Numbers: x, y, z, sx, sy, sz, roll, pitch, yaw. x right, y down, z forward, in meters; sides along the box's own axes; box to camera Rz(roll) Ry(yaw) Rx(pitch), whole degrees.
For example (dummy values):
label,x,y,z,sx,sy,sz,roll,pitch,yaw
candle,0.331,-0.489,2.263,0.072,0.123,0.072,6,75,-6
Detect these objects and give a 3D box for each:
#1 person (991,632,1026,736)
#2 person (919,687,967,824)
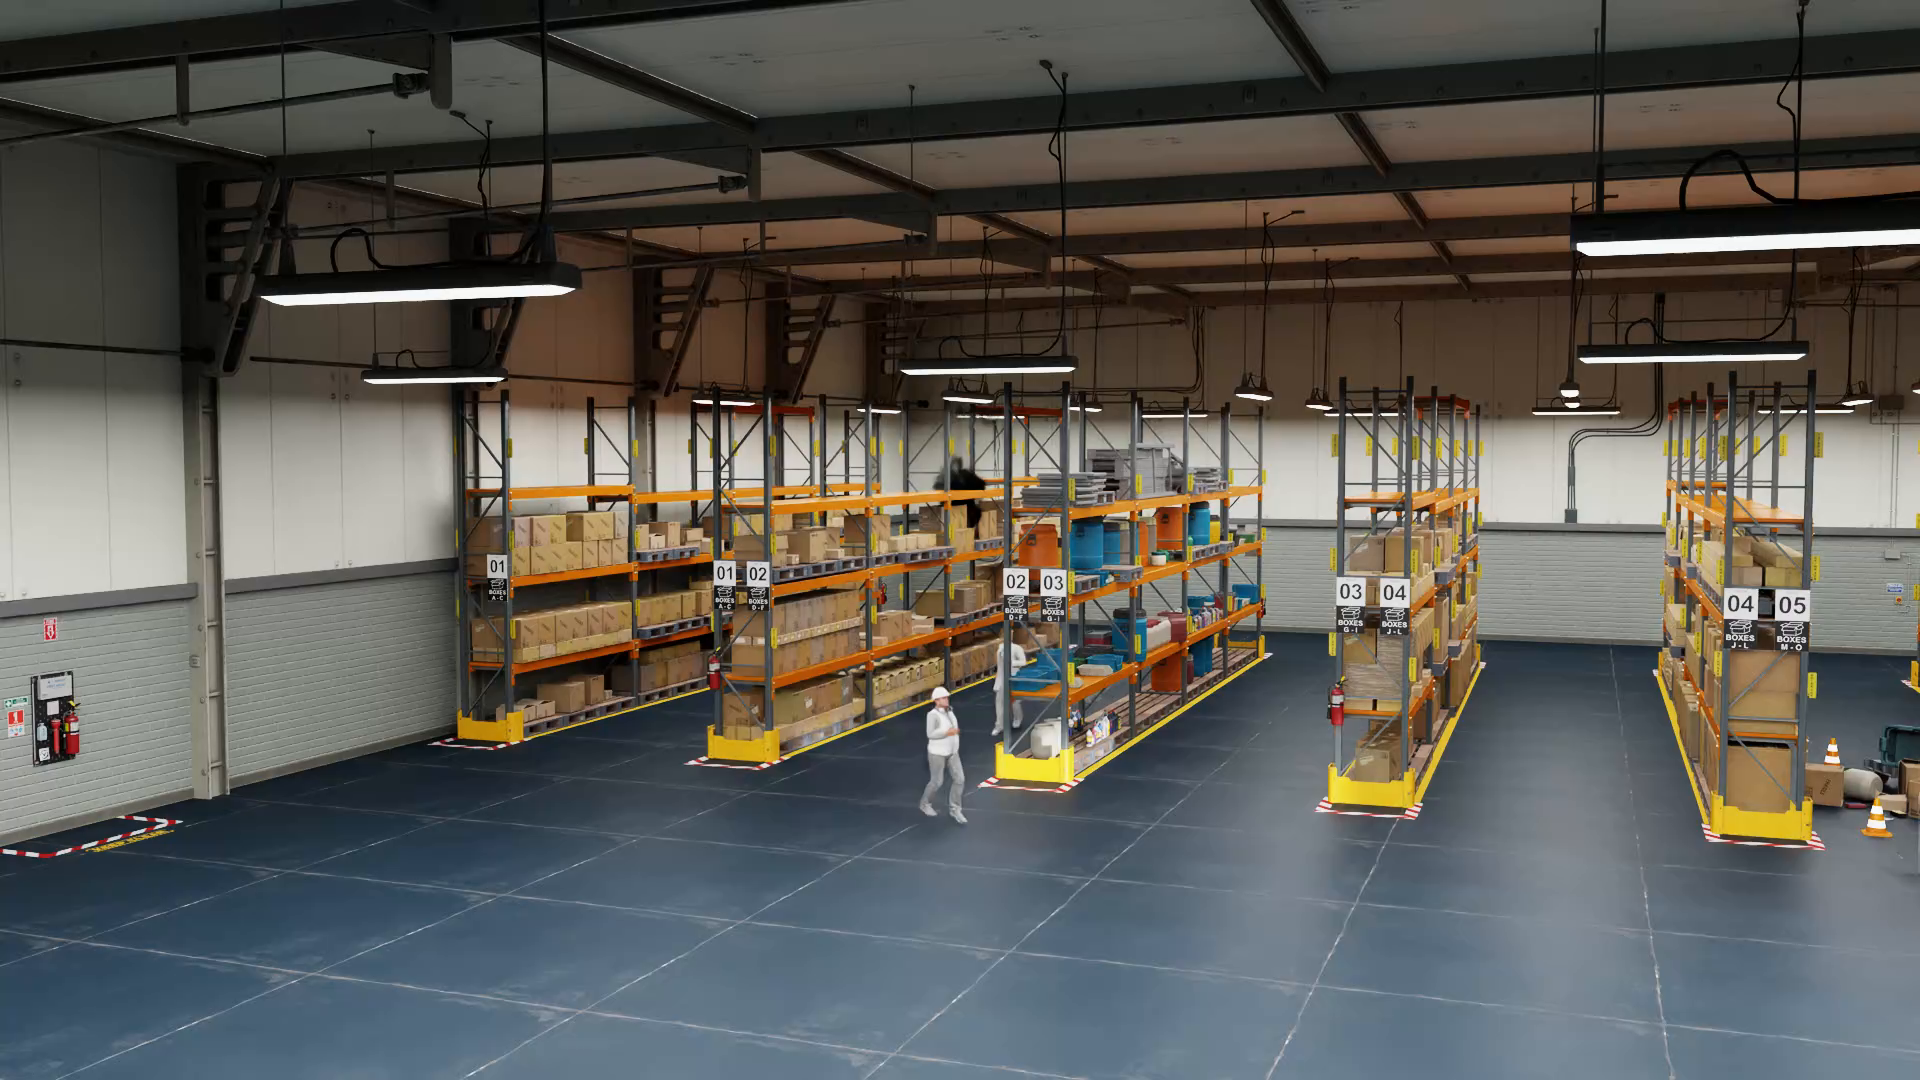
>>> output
label,x,y,z,sx,sy,sz,roll,pitch,yaw
person,0.886,2.494,29.328,0.680,1.816,0.978,2,4,30
person,-0.240,2.880,22.282,0.740,1.820,0.610,3,4,43
